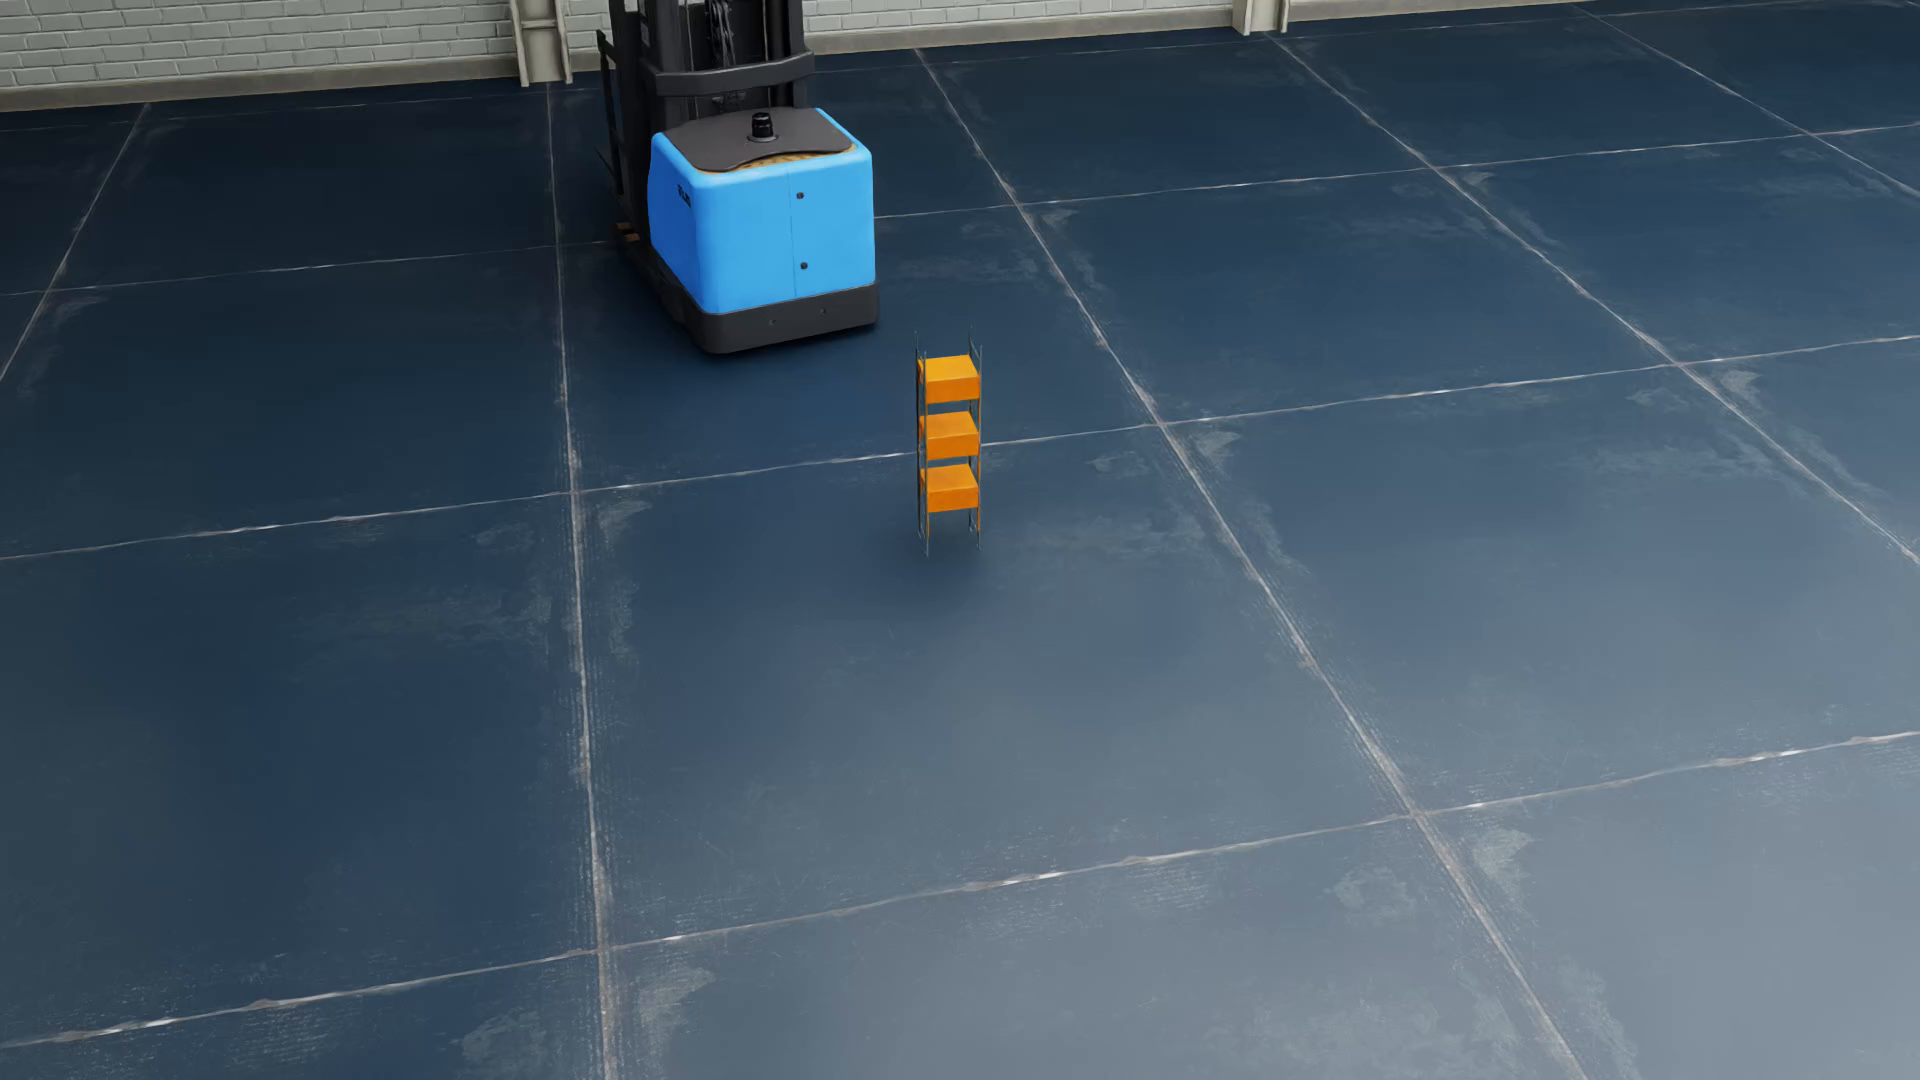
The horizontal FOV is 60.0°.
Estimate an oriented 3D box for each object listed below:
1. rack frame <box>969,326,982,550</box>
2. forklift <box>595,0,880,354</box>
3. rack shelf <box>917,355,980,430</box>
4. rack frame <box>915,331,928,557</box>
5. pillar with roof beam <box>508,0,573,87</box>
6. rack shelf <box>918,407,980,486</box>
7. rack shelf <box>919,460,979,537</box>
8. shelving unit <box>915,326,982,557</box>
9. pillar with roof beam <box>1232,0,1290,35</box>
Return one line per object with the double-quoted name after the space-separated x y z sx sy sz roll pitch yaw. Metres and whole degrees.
0.067 -0.444 7.470 0.008 1.050 0.200 -7 35 -11 "rack frame"
-1.545 -3.048 9.661 1.130 2.935 3.031 -15 37 -21 "forklift"
-0.052 -0.656 7.295 0.240 0.259 0.215 -7 35 -11 "rack shelf"
-0.171 -0.414 7.425 0.008 1.050 0.200 -7 35 -11 "rack frame"
-2.332 -5.061 7.216 0.400 9.000 9.100 -7 35 -11 "pillar with roof beam"
-0.052 -0.421 7.454 0.240 0.259 0.215 -7 35 -11 "rack shelf"
-0.052 -0.190 7.608 0.240 0.259 0.215 -7 35 -11 "rack shelf"
-0.052 -0.429 7.448 0.252 1.050 0.215 -7 35 -11 "shelving unit"
3.520 -5.799 8.315 0.400 9.000 9.100 -7 35 -11 "pillar with roof beam"
